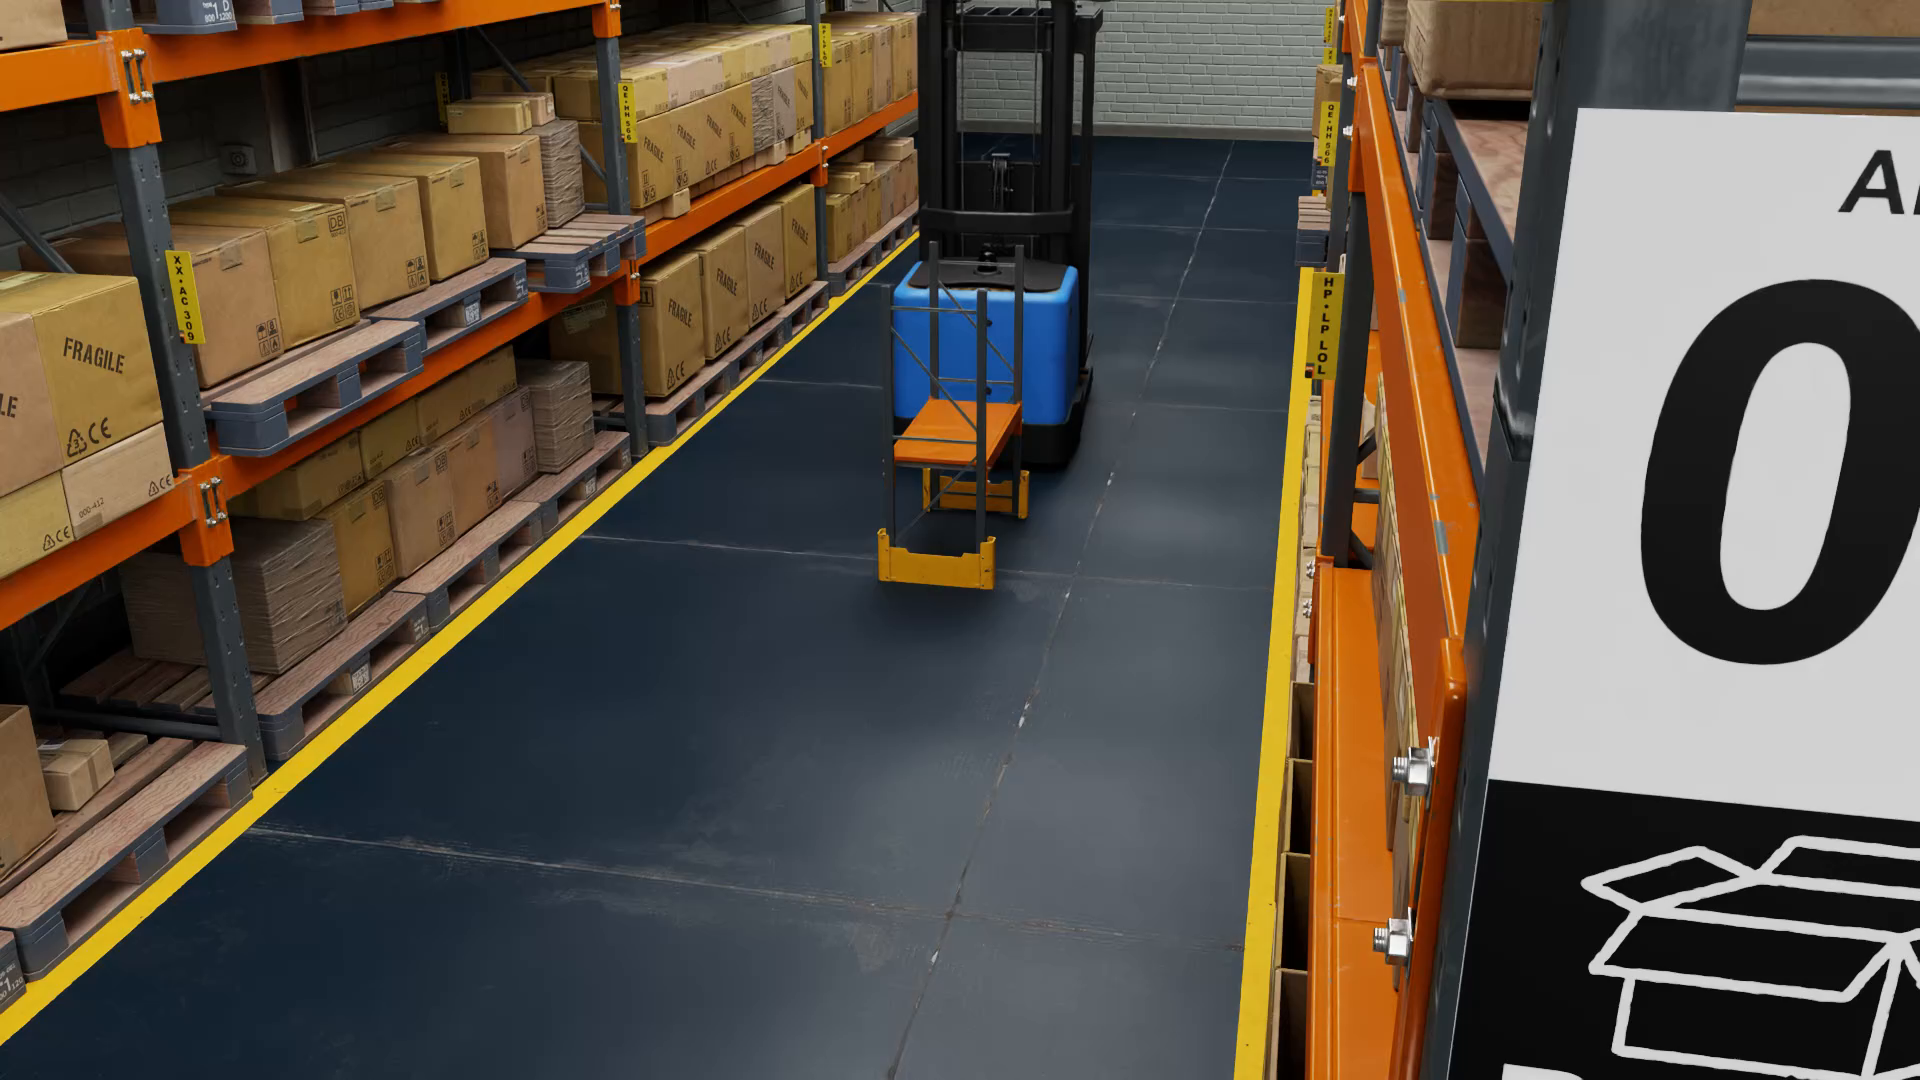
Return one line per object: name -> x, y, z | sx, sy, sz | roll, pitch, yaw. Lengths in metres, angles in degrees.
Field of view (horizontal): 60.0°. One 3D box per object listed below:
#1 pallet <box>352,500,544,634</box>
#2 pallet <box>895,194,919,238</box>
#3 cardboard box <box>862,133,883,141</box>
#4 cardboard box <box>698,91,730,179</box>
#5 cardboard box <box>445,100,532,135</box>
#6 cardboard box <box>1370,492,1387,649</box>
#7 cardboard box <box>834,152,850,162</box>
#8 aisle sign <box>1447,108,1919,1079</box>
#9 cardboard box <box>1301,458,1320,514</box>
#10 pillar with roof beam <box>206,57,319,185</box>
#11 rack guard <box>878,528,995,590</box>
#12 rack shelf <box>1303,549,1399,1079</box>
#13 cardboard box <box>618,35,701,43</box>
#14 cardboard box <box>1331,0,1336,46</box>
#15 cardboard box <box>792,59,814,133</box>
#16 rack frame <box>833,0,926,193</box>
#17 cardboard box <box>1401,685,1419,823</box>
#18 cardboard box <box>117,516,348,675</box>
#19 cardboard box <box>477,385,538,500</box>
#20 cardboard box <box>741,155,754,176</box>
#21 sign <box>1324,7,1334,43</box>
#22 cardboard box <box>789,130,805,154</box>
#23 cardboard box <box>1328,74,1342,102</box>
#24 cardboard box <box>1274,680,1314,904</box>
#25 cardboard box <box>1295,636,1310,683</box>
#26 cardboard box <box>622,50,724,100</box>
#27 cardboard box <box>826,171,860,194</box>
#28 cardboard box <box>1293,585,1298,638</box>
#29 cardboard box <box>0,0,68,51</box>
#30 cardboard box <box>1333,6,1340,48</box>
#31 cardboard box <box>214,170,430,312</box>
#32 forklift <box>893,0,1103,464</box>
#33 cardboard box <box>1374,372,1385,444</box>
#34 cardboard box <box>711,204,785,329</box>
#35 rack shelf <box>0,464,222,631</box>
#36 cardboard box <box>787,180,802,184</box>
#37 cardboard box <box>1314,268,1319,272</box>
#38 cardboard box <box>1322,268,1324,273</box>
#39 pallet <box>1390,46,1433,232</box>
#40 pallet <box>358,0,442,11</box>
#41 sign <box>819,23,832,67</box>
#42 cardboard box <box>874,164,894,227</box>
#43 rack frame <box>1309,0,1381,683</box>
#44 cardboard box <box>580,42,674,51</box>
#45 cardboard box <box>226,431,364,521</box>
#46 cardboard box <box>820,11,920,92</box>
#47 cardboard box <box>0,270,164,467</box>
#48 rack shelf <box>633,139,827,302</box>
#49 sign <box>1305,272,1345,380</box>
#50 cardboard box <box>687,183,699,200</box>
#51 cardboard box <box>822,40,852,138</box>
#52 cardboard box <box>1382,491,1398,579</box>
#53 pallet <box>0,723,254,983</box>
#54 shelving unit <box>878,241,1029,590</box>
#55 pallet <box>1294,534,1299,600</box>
pallet -> -2.817, 0.084, 8.362 | 1.003, 0.211, 1.213 | 4, 22, 11
pallet -> -0.860, -3.274, 16.700 | 1.003, 0.211, 1.213 | 4, 22, 11
cardboard box -> -0.988, -3.999, 16.684 | 0.380, 0.149, 0.250 | 5, 22, 11
cardboard box -> -1.837, -2.664, 10.894 | 0.500, 0.500, 0.500 | 4, 22, 11
cardboard box -> -2.498, -2.244, 8.819 | 0.380, 0.149, 0.250 | 1, 22, 2
cardboard box -> 1.544, 0.016, 4.666 | 0.700, 0.500, 0.500 | 4, 22, 10
cardboard box -> -1.245, -3.535, 15.532 | 0.380, 0.149, 0.250 | 5, 22, 11
aisle sign -> 0.511, 0.158, 0.966 | 0.394, 0.787, 0.004 | 4, 22, 11
cardboard box -> 1.845, -0.195, 7.690 | 0.500, 0.311, 0.500 | 4, 22, 9
pillar with roof beam -> 0.697, -3.985, 6.703 | 9.100, 9.000, 0.400 | 4, 22, 11
rack guard -> -0.117, 0.094, 8.285 | 0.587, 0.250, 0.087 | 4, 22, 11
rack shelf -> 1.221, 0.964, 3.407 | 1.077, 0.370, 4.000 | 4, 22, 11
cardboard box -> -2.136, -3.420, 11.768 | 0.500, 0.250, 0.500 | 4, 22, 9
cardboard box -> 3.729, -4.857, 15.427 | 0.500, 0.500, 0.500 | 5, 23, 13
cardboard box -> -1.437, -3.408, 12.743 | 0.500, 0.500, 0.500 | 4, 22, 10
rack frame -> -0.773, -4.866, 16.920 | 1.000, 3.000, 0.127 | 4, 22, 11
cardboard box -> 0.967, 0.387, 2.875 | 0.380, 0.149, 0.250 | 5, 22, 12
cardboard box -> -3.088, 0.208, 7.079 | 0.700, 0.500, 0.500 | 5, 23, 13
cardboard box -> -2.720, -0.538, 8.930 | 0.700, 0.500, 0.500 | 4, 22, 11
cardboard box -> -1.683, -2.689, 11.825 | 0.380, 0.149, 0.250 | 4, 22, 9
sign -> 3.546, -4.932, 15.926 | 0.100, 0.325, 0.005 | 4, 22, 11
cardboard box -> -1.409, -3.056, 12.736 | 0.380, 0.149, 0.250 | 5, 22, 12
cardboard box -> 2.867, -2.855, 11.232 | 0.700, 0.500, 0.500 | 8, 23, 19
cardboard box -> 1.227, 0.778, 5.022 | 0.500, 0.500, 0.500 | 4, 22, 11
cardboard box -> 1.431, 0.550, 5.841 | 0.500, 0.311, 0.500 | 4, 22, 11
cardboard box -> -1.853, -3.008, 10.743 | 0.500, 0.250, 0.500 | 5, 22, 11
cardboard box -> -1.088, -3.116, 14.491 | 0.380, 0.149, 0.250 | 5, 23, 13
cardboard box -> 1.744, 0.248, 7.341 | 0.500, 0.250, 0.500 | 5, 22, 12
cardboard box -> -3.083, -1.720, 4.932 | 0.500, 0.500, 0.500 | 5, 22, 12
cardboard box -> 3.213, -3.929, 13.122 | 0.500, 0.500, 0.500 | 4, 22, 10
cardboard box -> -2.860, -1.358, 7.488 | 0.700, 0.500, 0.500 | 8, 23, 18
forklift -> 0.317, -2.323, 10.697 | 1.130, 2.935, 3.031 | 3, 22, 8
cardboard box -> 1.384, -0.364, 4.741 | 0.380, 0.149, 0.250 | 4, 22, 11
cardboard box -> -1.773, -2.027, 12.188 | 0.750, 0.750, 0.750 | 5, 23, 13
rack shelf -> -3.630, 0.588, 4.341 | 1.077, 0.370, 4.000 | 4, 22, 11
cardboard box -> -1.560, -2.967, 14.120 | 0.380, 0.149, 0.250 | 4, 22, 11
cardboard box -> 3.100, -2.301, 13.309 | 0.500, 0.500, 0.500 | 4, 22, 11
cardboard box -> 2.618, -1.711, 10.841 | 0.500, 0.250, 0.500 | 4, 22, 10
pallet -> 1.229, -0.692, 2.661 | 1.003, 0.211, 1.213 | 4, 22, 11
pallet -> -2.783, -2.378, 6.980 | 1.213, 0.211, 1.003 | 4, 22, 11
sign -> -1.056, -3.865, 12.992 | 0.100, 0.325, 0.005 | 4, 22, 11
cardboard box -> -1.022, -3.270, 15.742 | 0.700, 0.500, 0.500 | 4, 22, 9
rack frame -> 1.629, -0.101, 5.089 | 1.000, 3.000, 0.127 | 4, 22, 11
cardboard box -> -2.246, -3.230, 11.295 | 0.500, 0.250, 0.500 | 4, 22, 10
cardboard box -> -3.001, -0.301, 7.340 | 0.500, 0.250, 0.500 | 4, 22, 10
cardboard box -> -0.867, -4.818, 16.399 | 0.980, 0.700, 0.700 | 5, 23, 13
cardboard box -> -3.015, -0.568, 5.419 | 0.500, 0.500, 0.500 | 4, 22, 11
rack shelf -> -1.997, -2.338, 11.606 | 1.077, 0.370, 4.000 | 4, 22, 11
sign -> 1.095, -0.639, 4.981 | 0.100, 0.325, 0.005 | 4, 22, 11
cardboard box -> -1.939, -2.315, 10.895 | 0.380, 0.149, 0.250 | 5, 22, 12
cardboard box -> -1.463, -3.739, 13.721 | 0.980, 0.700, 0.700 | 5, 22, 12
cardboard box -> 1.177, 0.009, 3.813 | 0.380, 0.149, 0.250 | 4, 22, 9
pallet -> -3.324, 1.065, 5.927 | 1.003, 0.211, 1.213 | 4, 22, 11
shelving unit -> -0.016, -0.668, 8.504 | 0.587, 1.500, 1.083 | 4, 22, 11
pallet -> 2.239, 0.028, 8.502 | 1.003, 0.211, 1.213 | 4, 22, 11
